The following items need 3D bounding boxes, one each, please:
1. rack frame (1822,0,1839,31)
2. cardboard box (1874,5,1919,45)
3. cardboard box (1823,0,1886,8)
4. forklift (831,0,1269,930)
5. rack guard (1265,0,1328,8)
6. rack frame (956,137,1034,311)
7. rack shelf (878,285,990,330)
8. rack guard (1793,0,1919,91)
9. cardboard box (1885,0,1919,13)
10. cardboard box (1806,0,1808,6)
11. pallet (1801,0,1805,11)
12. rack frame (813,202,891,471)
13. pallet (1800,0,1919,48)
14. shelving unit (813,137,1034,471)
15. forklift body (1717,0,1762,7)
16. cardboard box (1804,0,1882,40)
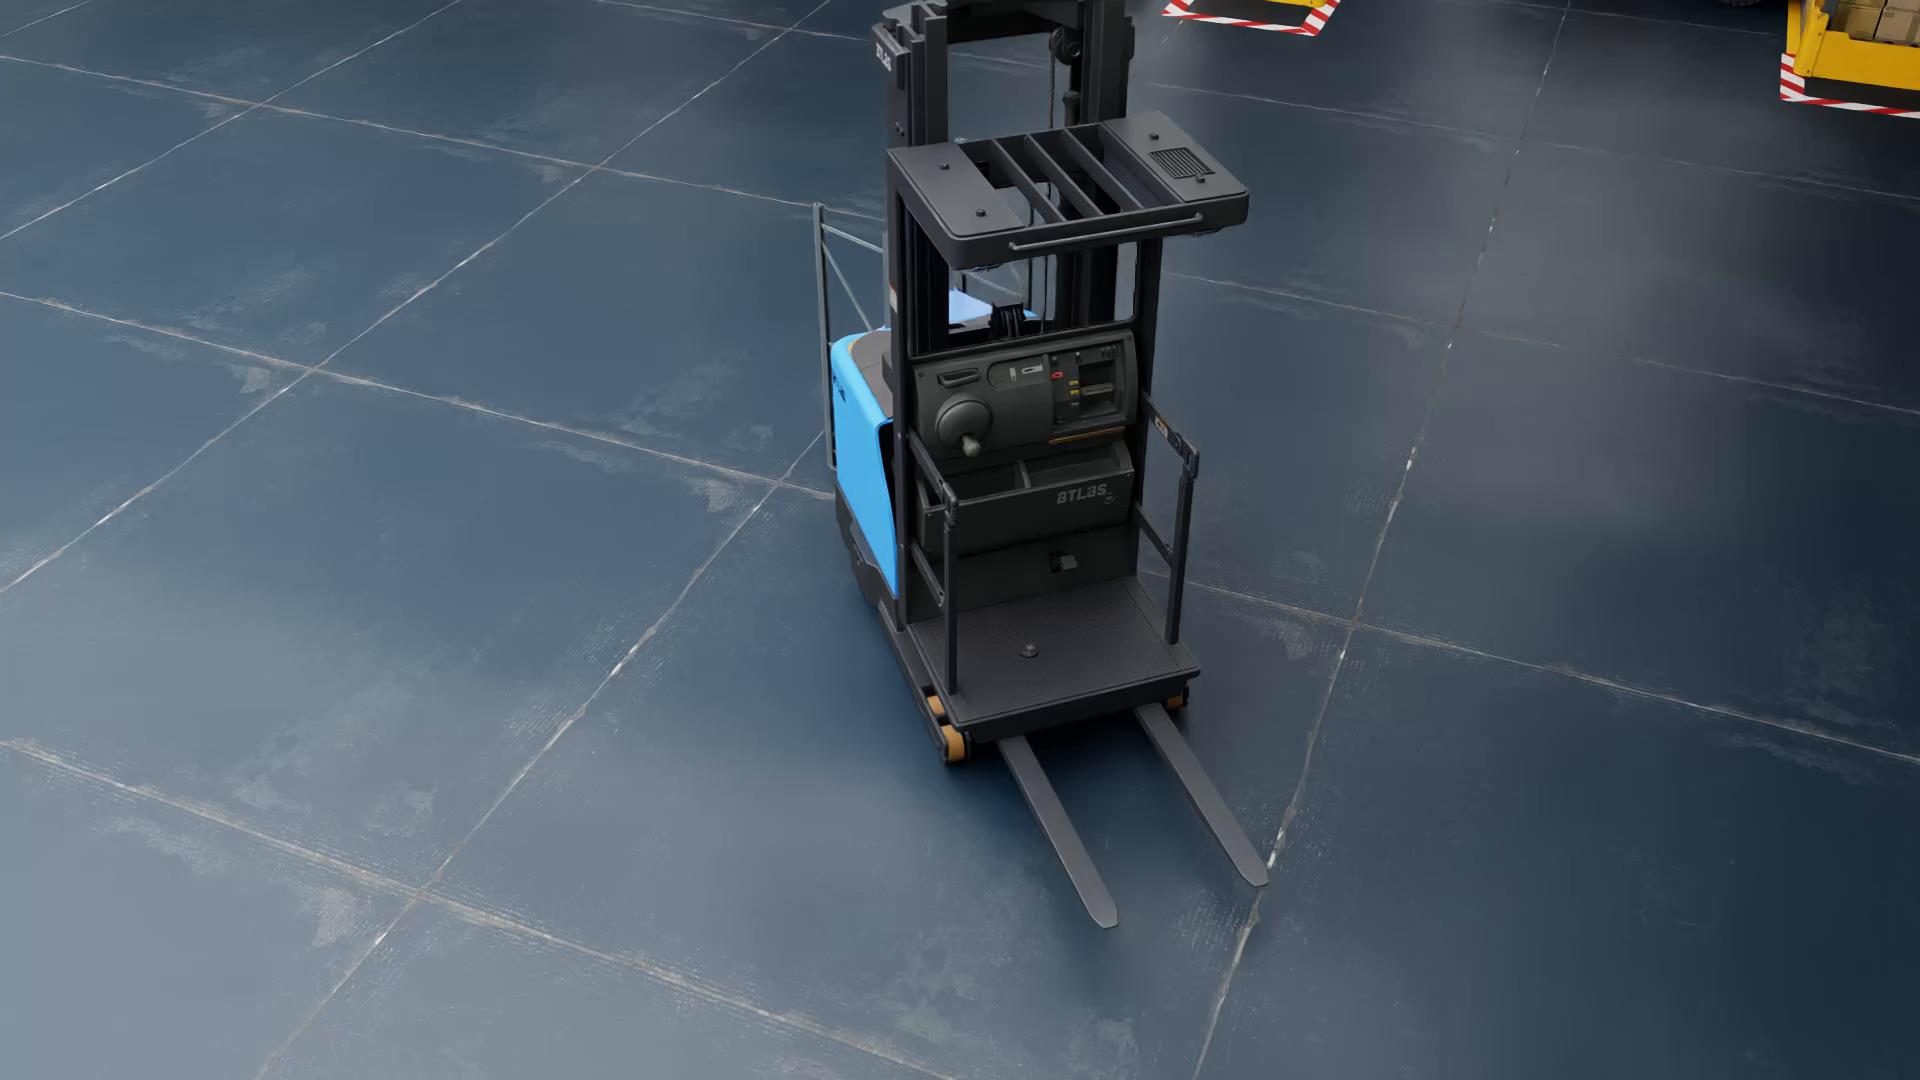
[{"bbox_3d":[7.225,-4.867,12.256,1.000,3.000,0.127,14,39,18],"label":"rack frame"},{"bbox_3d":[7.592,-4.161,13.257,0.500,0.250,0.500,14,39,18],"label":"cardboard box"},{"bbox_3d":[7.121,-4.475,13.259,0.500,0.250,0.500,13,39,17],"label":"cardboard box"},{"bbox_3d":[0.344,-0.513,6.489,1.130,2.935,3.031,-12,38,-15],"label":"forklift"},{"bbox_3d":[2.662,-5.036,14.570,1.175,0.500,0.348,14,39,18],"label":"rack guard"},{"bbox_3d":[0.177,-1.351,8.804,0.500,1.500,0.032,28,45,32],"label":"rack frame"},{"bbox_3d":[-0.163,-0.980,8.609,0.538,0.185,1.000,28,45,32],"label":"rack shelf"},{"bbox_3d":[7.215,-3.852,12.986,1.175,0.500,0.348,14,39,18],"label":"rack guard"},{"bbox_3d":[7.595,-4.347,13.088,0.500,0.250,0.500,15,39,19],"label":"cardboard box"},{"bbox_3d":[7.309,-4.539,13.763,0.500,0.250,0.500,14,39,18],"label":"cardboard box"},{"bbox_3d":[7.942,-4.856,14.570,1.003,0.211,1.213,14,39,18],"label":"pallet"},{"bbox_3d":[-0.502,-0.897,8.198,0.500,1.500,0.032,28,45,32],"label":"rack frame"},{"bbox_3d":[7.477,-4.183,13.670,1.003,0.211,1.213,14,39,18],"label":"pallet"},{"bbox_3d":[-0.163,-1.124,8.501,0.538,1.500,1.048,28,45,32],"label":"shelving unit"},{"bbox_3d":[6.259,-5.992,14.470,2.313,2.155,1.214,14,39,18],"label":"forklift body"},{"bbox_3d":[7.111,-4.266,13.397,0.500,0.250,0.500,14,39,18],"label":"cardboard box"}]
